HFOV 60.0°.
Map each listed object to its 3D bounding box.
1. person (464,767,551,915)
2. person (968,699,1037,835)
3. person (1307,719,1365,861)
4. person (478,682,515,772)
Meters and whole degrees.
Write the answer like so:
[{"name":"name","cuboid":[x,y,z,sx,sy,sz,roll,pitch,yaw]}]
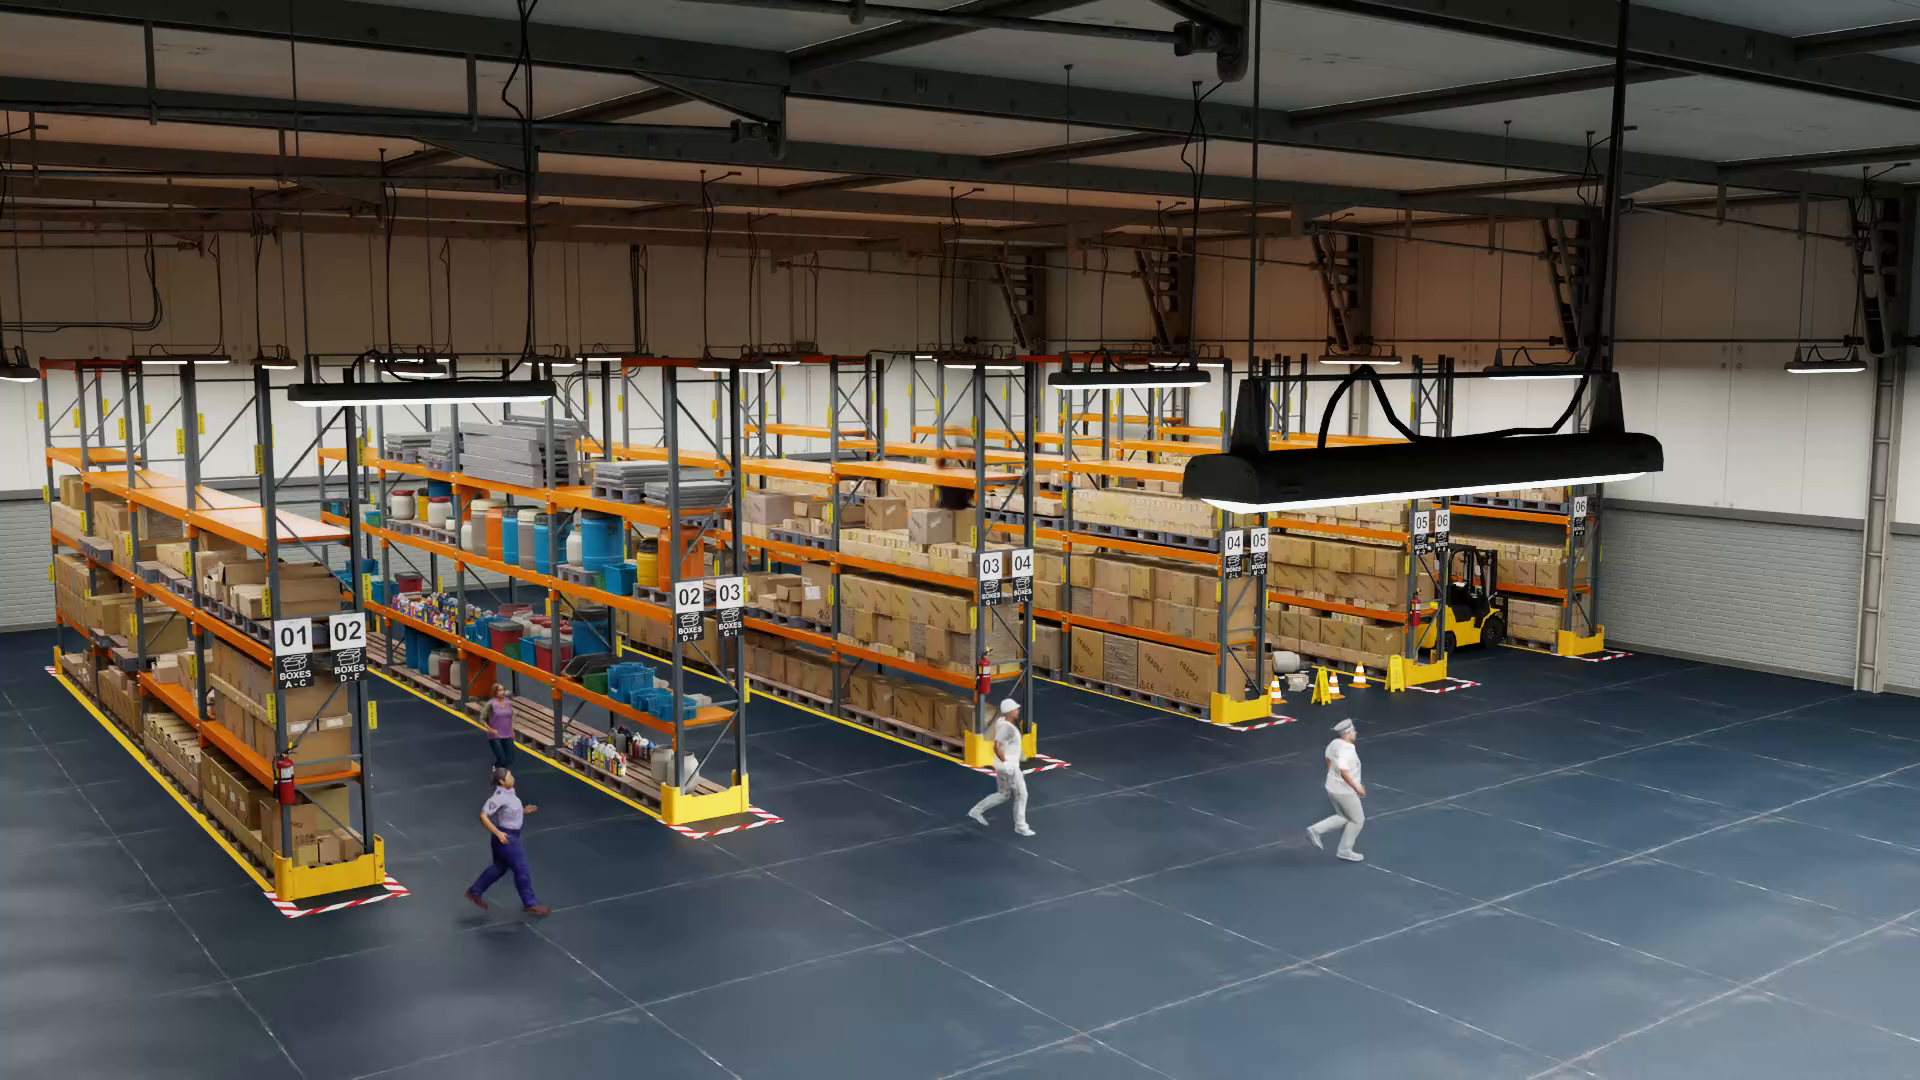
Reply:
[{"name":"person","cuboid":[-4.984,3.308,18.292,0.898,1.650,0.600,-2,7,-12]},{"name":"person","cuboid":[0.551,2.930,21.298,0.893,1.818,0.697,-1,7,-7]},{"name":"person","cuboid":[4.612,3.042,20.315,0.662,1.747,0.690,-1,7,-7]},{"name":"person","cuboid":[-6.497,2.766,23.348,0.549,1.572,0.542,-7,10,-44]}]
